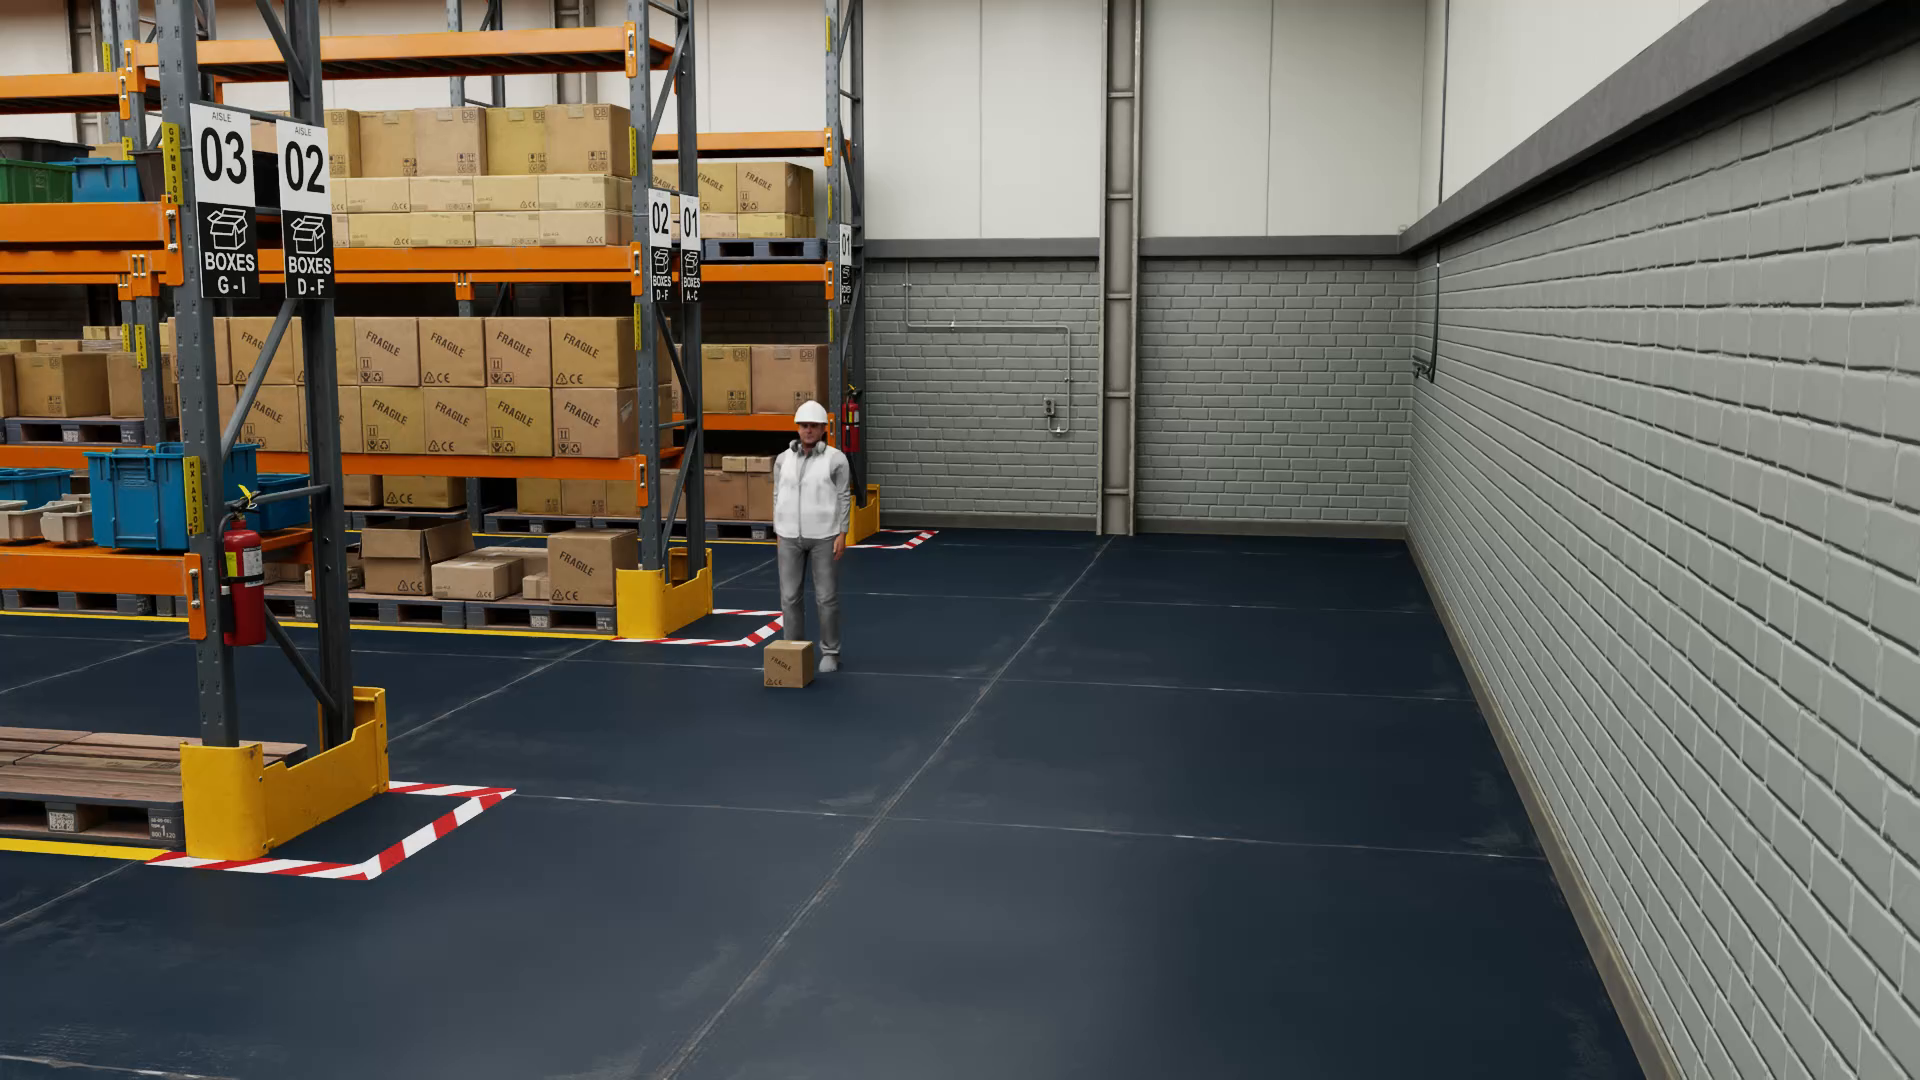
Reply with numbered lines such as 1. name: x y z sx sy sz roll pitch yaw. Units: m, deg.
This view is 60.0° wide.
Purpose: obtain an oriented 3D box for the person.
1. person: -0.979 -0.015 10.932 0.531 1.792 0.353 2 8 13
